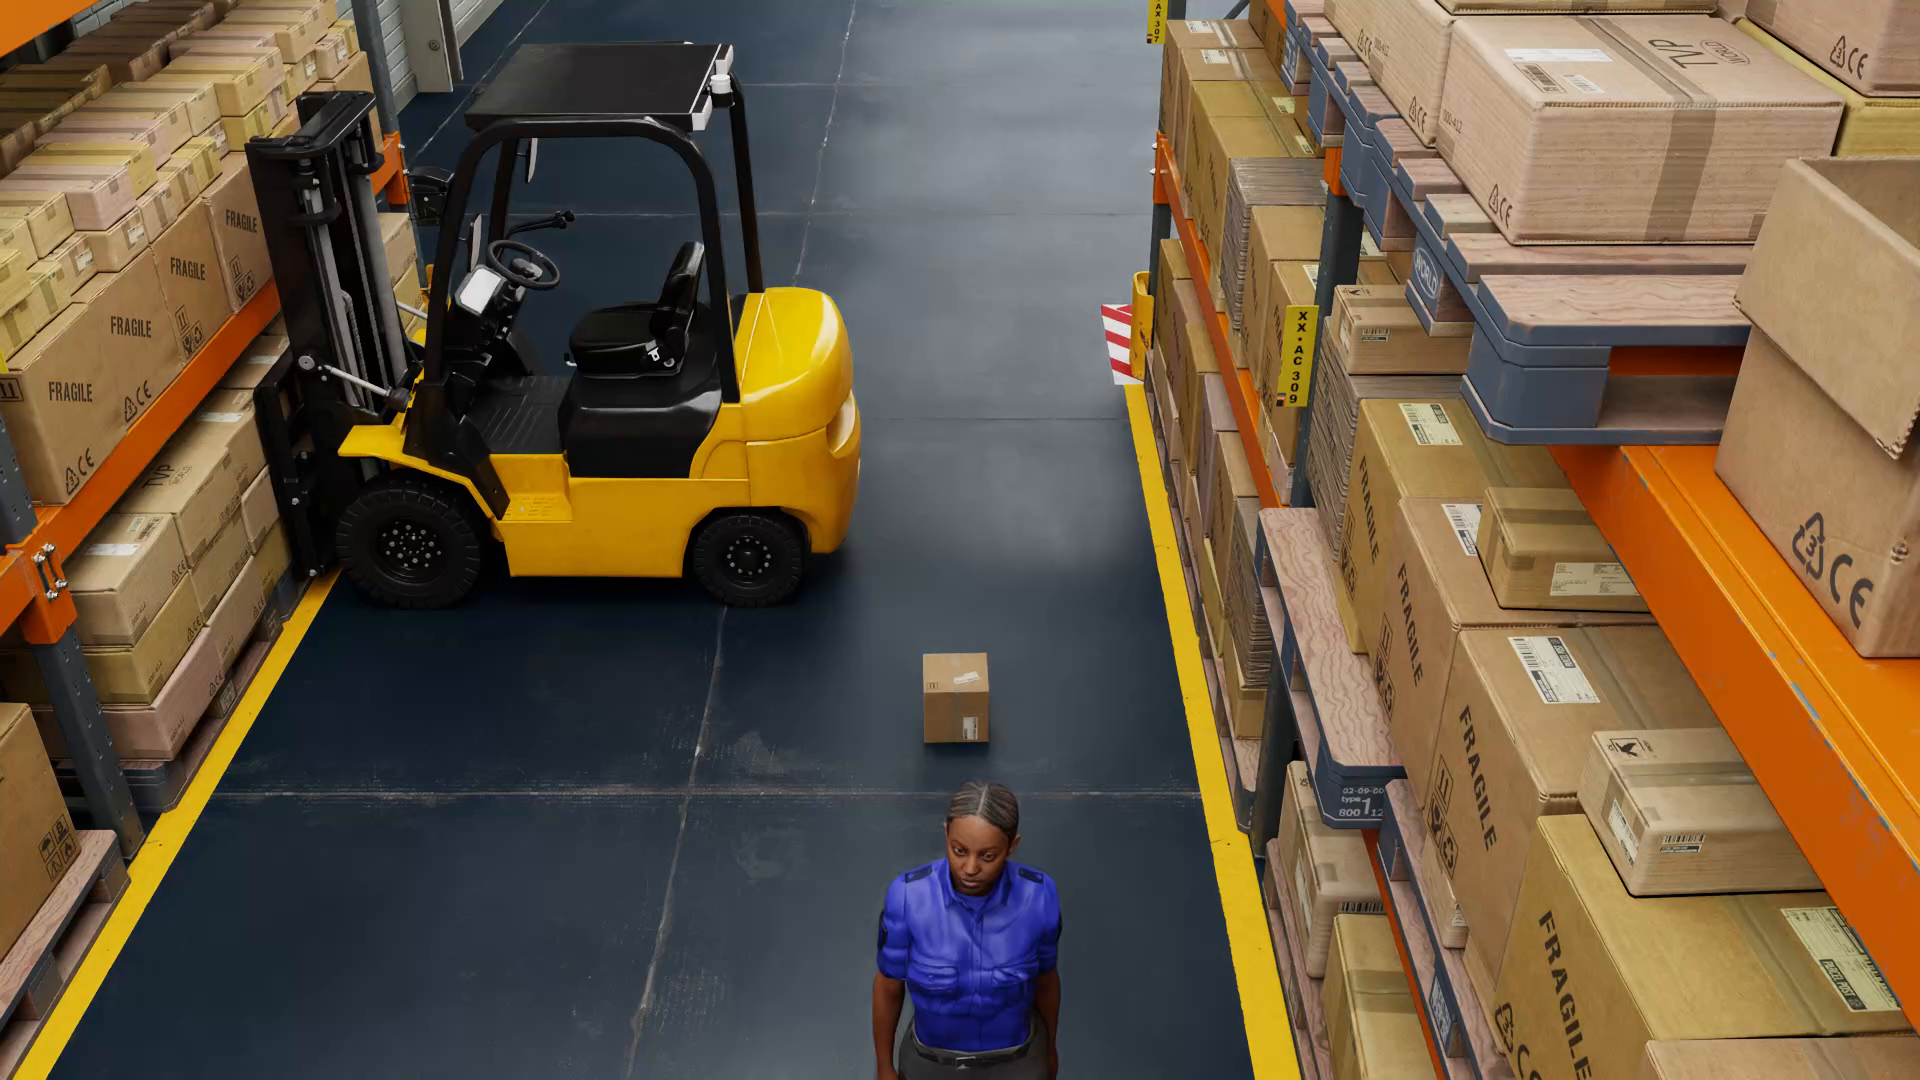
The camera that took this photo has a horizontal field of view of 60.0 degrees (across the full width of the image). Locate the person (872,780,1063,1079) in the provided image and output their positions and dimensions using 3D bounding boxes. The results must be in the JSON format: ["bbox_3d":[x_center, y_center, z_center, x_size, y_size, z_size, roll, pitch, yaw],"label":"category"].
[{"bbox_3d":[0.019,1.243,4.111,0.462,1.612,0.813,0,32,1],"label":"person"}]
